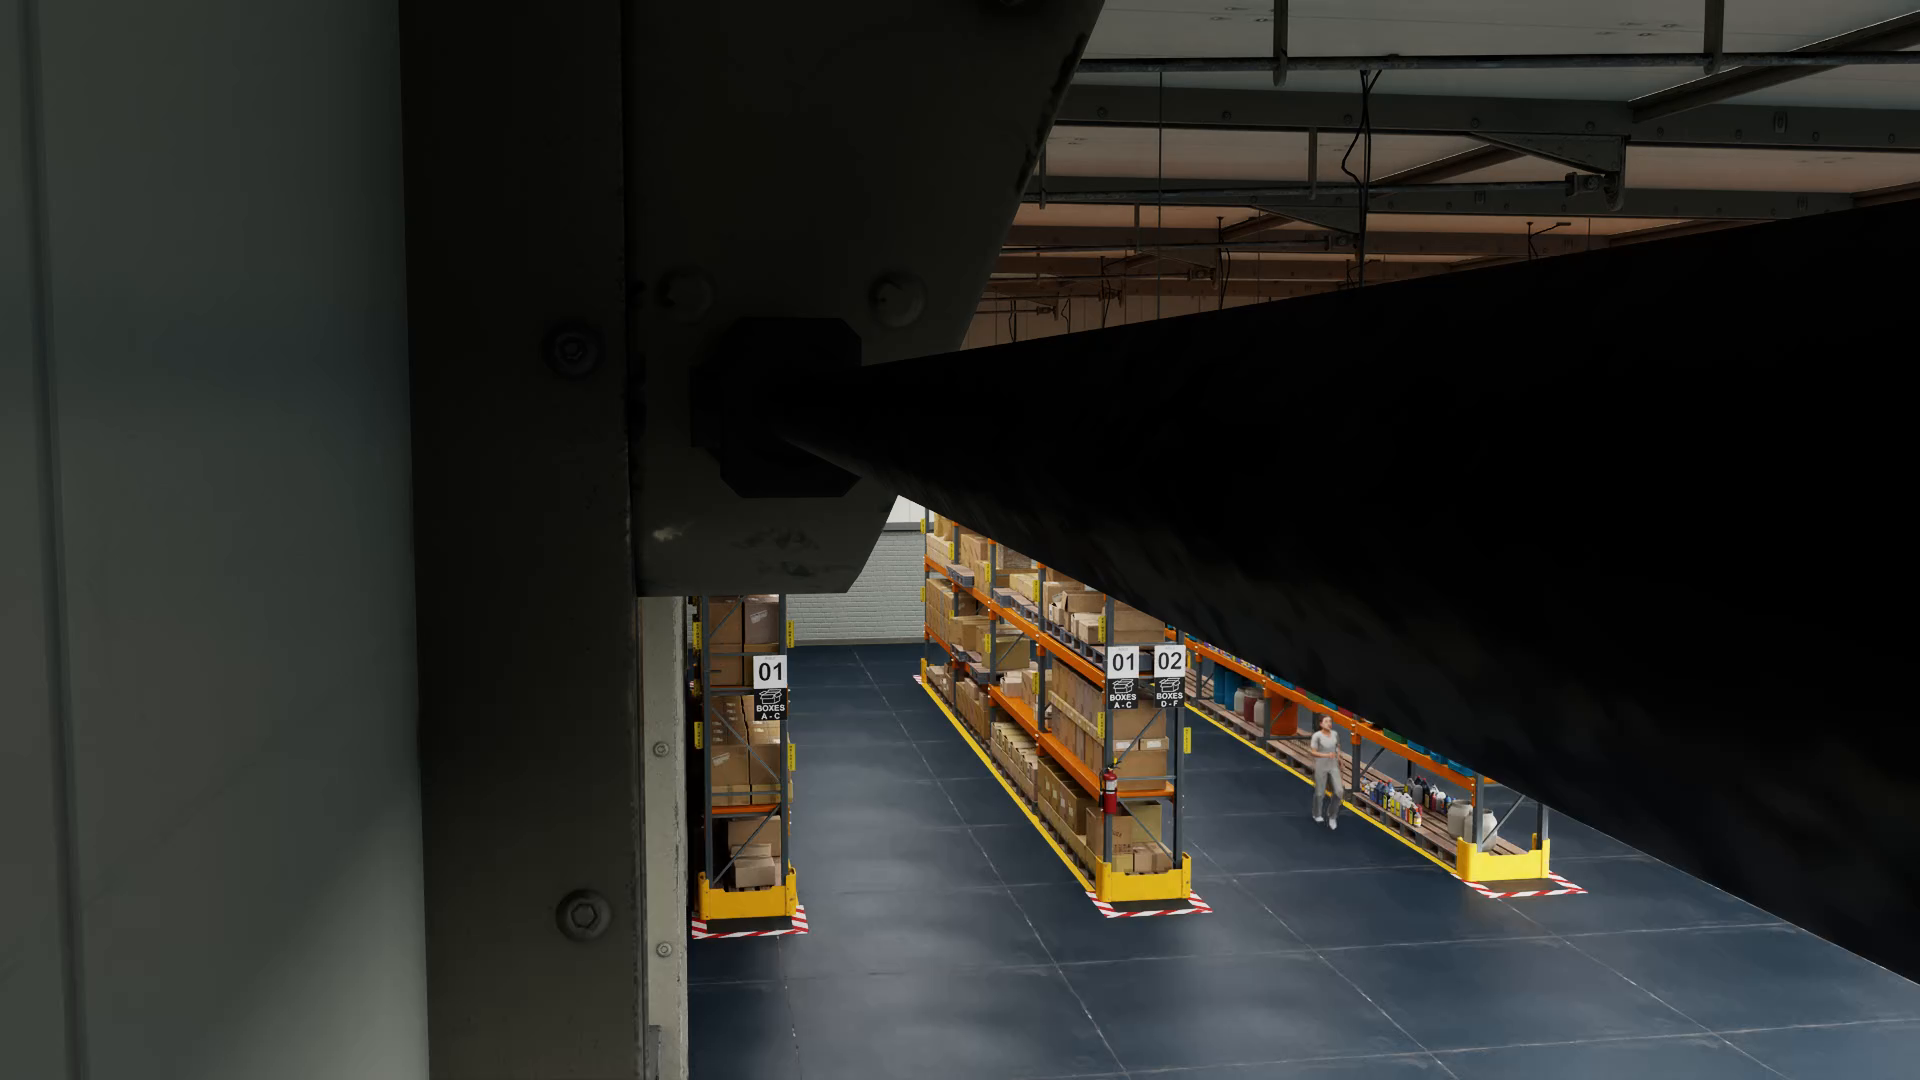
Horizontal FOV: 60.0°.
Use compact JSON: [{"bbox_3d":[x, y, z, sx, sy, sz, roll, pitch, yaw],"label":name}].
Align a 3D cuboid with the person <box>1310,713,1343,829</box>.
[{"bbox_3d":[5.347,3.365,24.249,0.516,1.685,0.699,-1,5,-9],"label":"person"}]
